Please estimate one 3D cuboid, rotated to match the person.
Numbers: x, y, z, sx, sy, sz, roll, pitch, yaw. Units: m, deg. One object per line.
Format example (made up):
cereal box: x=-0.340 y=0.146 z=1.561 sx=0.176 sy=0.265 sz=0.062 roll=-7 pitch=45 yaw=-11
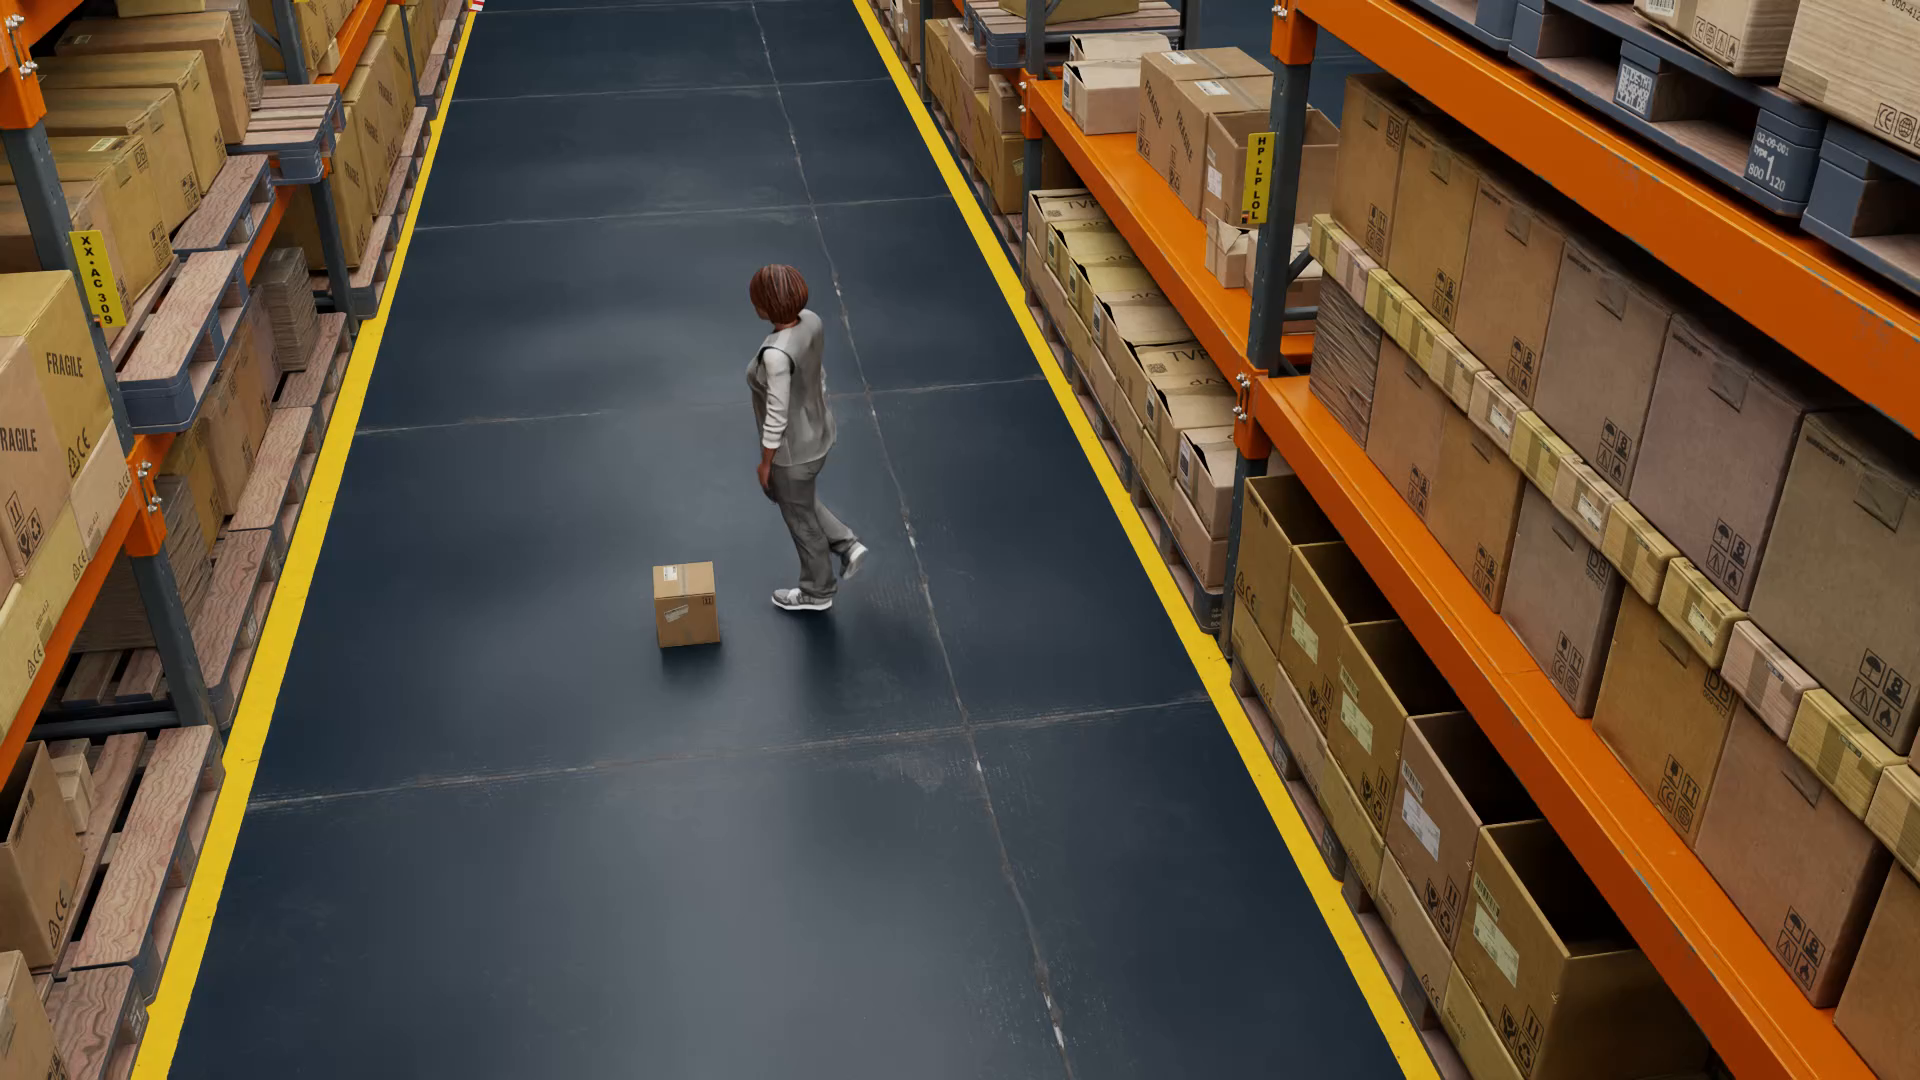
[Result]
person: x=-0.648 y=-0.374 z=6.725 sx=0.449 sy=1.598 sz=0.468 roll=7 pitch=32 yaw=12
